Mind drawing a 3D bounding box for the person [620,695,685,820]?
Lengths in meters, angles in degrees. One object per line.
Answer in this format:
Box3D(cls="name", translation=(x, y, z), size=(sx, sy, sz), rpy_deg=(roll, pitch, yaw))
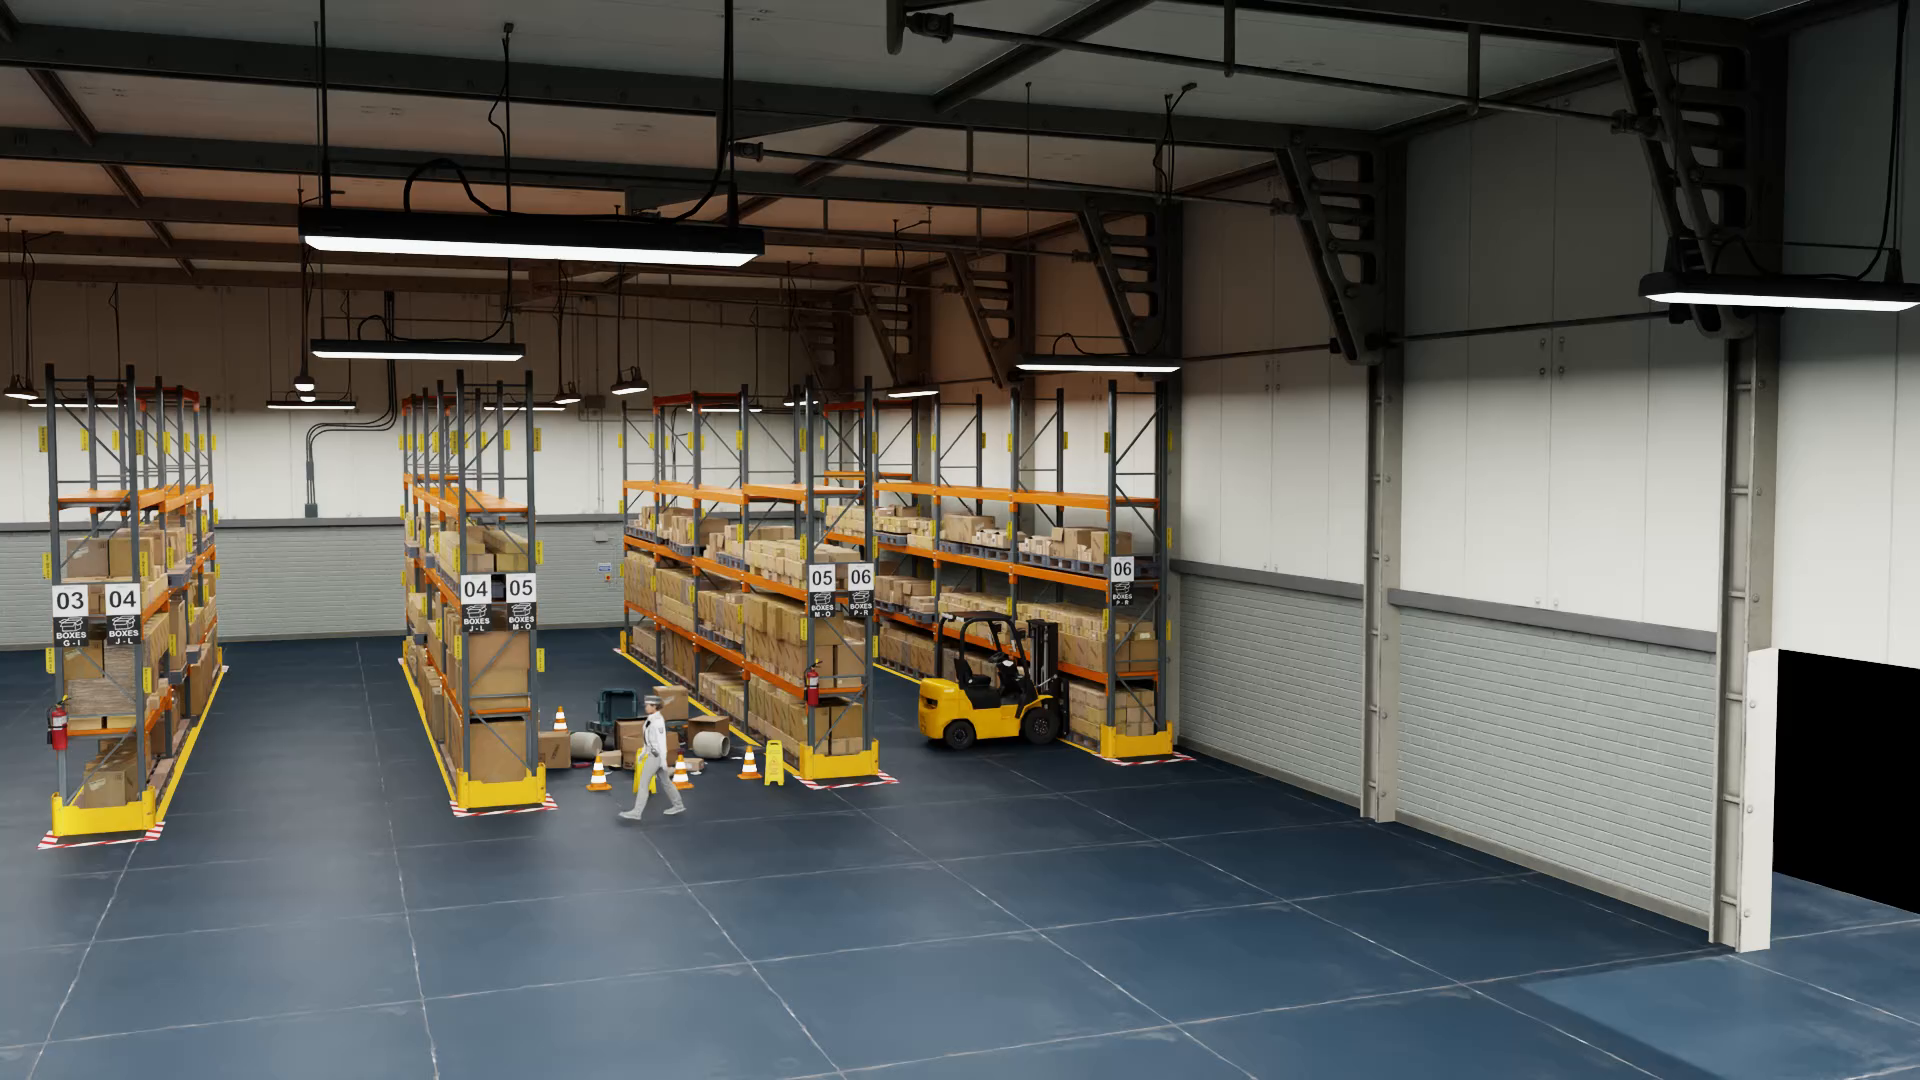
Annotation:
Box3D(cls="person", translation=(-4.115, 2.881, 22.188), size=(0.866, 1.632, 0.491), rpy_deg=(-1, 3, -13))
